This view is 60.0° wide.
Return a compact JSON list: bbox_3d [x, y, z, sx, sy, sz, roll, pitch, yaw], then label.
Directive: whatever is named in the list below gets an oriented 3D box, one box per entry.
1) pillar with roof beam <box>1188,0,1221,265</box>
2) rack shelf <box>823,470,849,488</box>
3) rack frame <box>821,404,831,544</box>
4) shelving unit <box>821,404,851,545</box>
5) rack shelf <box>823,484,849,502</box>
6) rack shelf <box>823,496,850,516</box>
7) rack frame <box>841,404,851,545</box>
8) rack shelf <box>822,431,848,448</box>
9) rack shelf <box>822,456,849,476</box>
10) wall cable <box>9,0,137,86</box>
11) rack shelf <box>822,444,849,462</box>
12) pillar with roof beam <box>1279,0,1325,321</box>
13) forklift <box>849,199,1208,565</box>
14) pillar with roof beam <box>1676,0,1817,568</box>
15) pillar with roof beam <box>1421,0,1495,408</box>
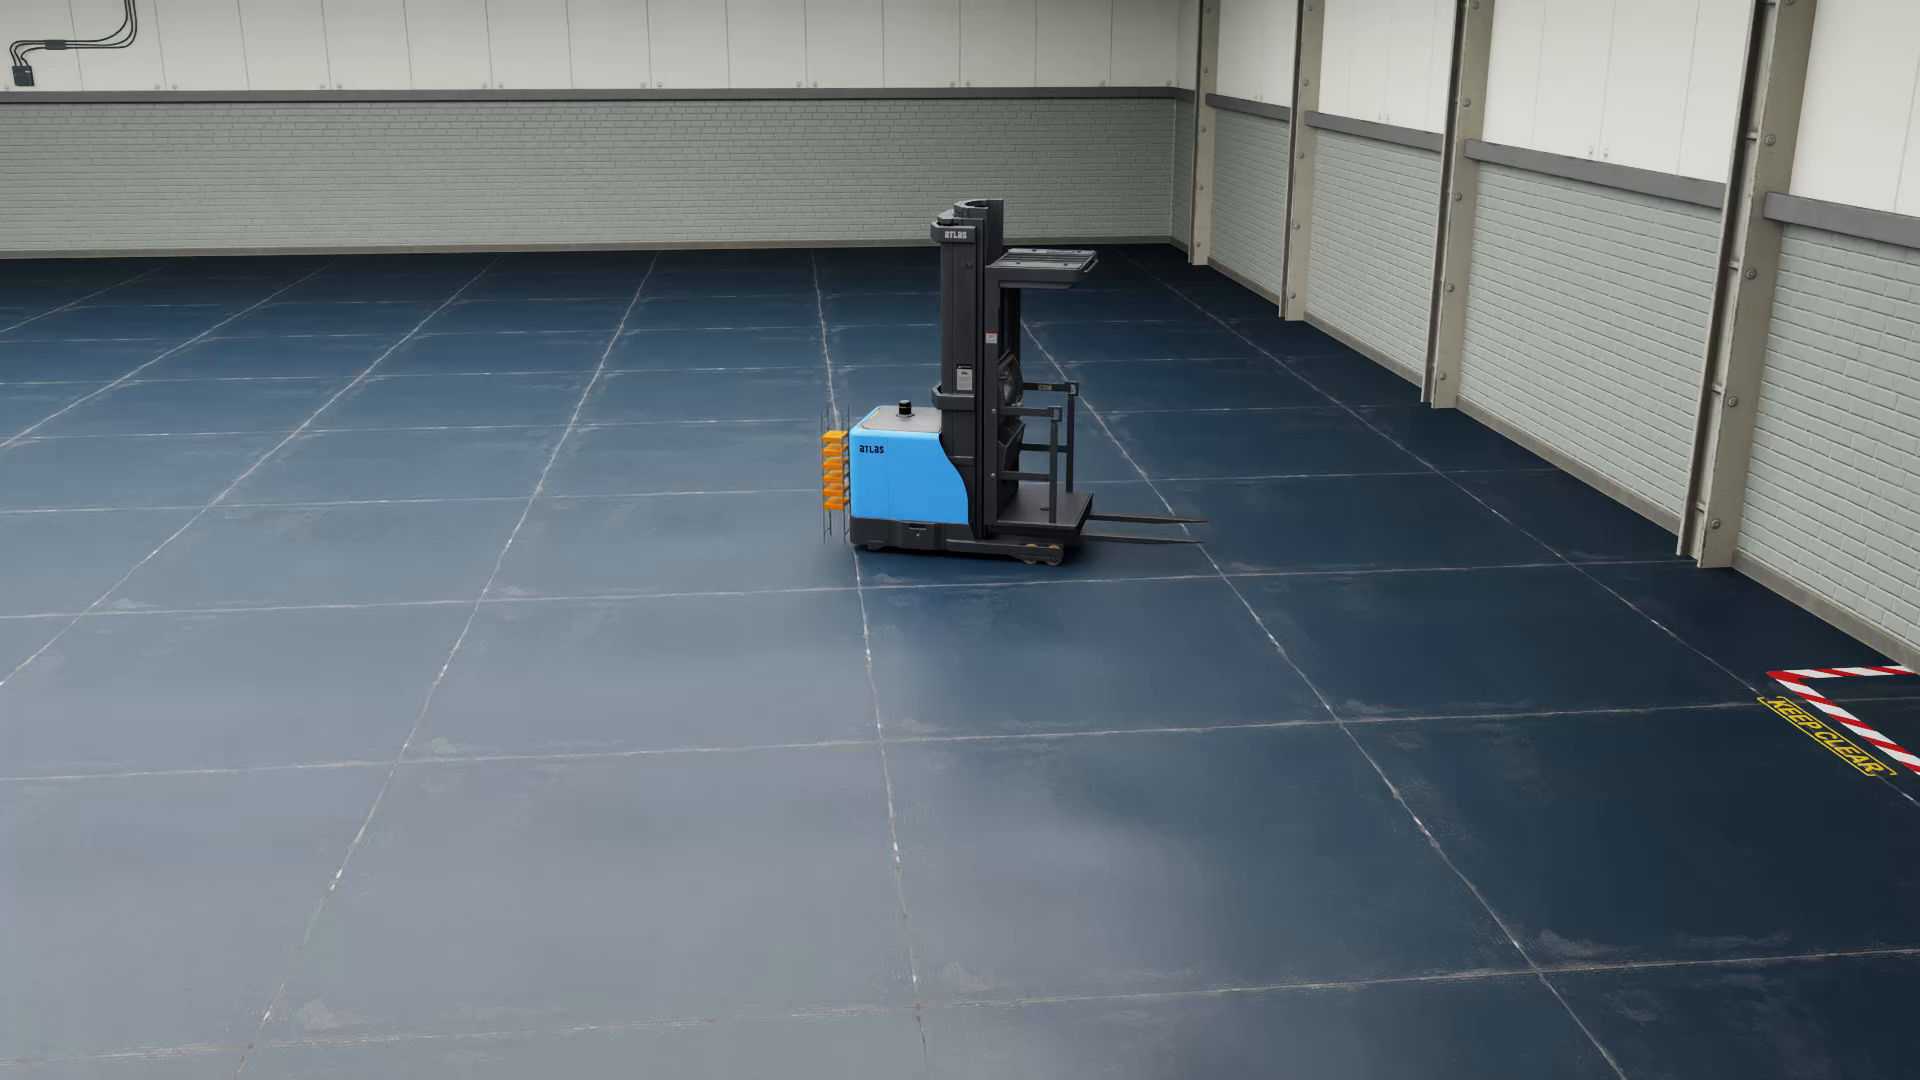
[{"bbox_3d":[0.197,-9.354,29.449,9.100,9.000,0.400,-2,18,-6],"label":"pillar with roof beam"},{"bbox_3d":[-1.079,-0.530,14.508,0.180,0.103,0.258,3,18,10],"label":"rack shelf"},{"bbox_3d":[-1.169,-0.577,14.510,0.006,1.200,0.240,3,18,10],"label":"rack frame"},{"bbox_3d":[-1.079,-0.572,14.495,0.189,1.200,0.258,3,18,10],"label":"shelving unit"},{"bbox_3d":[-1.079,-0.415,14.544,0.180,0.103,0.258,3,18,10],"label":"rack shelf"},{"bbox_3d":[-1.079,-0.300,14.579,0.180,0.103,0.258,3,18,10],"label":"rack shelf"},{"bbox_3d":[-0.989,-0.567,14.479,0.006,1.200,0.240,3,18,10],"label":"rack frame"},{"bbox_3d":[-1.079,-0.873,14.401,0.180,0.103,0.258,3,18,10],"label":"rack shelf"},{"bbox_3d":[-1.079,-0.644,14.472,0.180,0.103,0.258,3,18,10],"label":"rack shelf"},{"bbox_3d":[-16.397,-11.344,30.109,2.305,6.003,0.169,-2,18,-6],"label":"wall cable"},{"bbox_3d":[-1.079,-0.759,14.437,0.180,0.103,0.258,3,18,10],"label":"rack shelf"},{"bbox_3d":[0.816,-7.567,23.755,9.100,9.000,0.400,-2,18,-6],"label":"pillar with roof beam"},{"bbox_3d":[0.616,-1.360,14.115,3.031,2.935,1.130,4,18,11],"label":"forklift"},{"bbox_3d":[2.053,-3.991,12.367,9.100,9.000,0.400,-2,18,-6],"label":"pillar with roof beam"},{"bbox_3d":[1.435,-5.779,18.061,9.100,9.000,0.400,-2,18,-6],"label":"pillar with roof beam"}]
